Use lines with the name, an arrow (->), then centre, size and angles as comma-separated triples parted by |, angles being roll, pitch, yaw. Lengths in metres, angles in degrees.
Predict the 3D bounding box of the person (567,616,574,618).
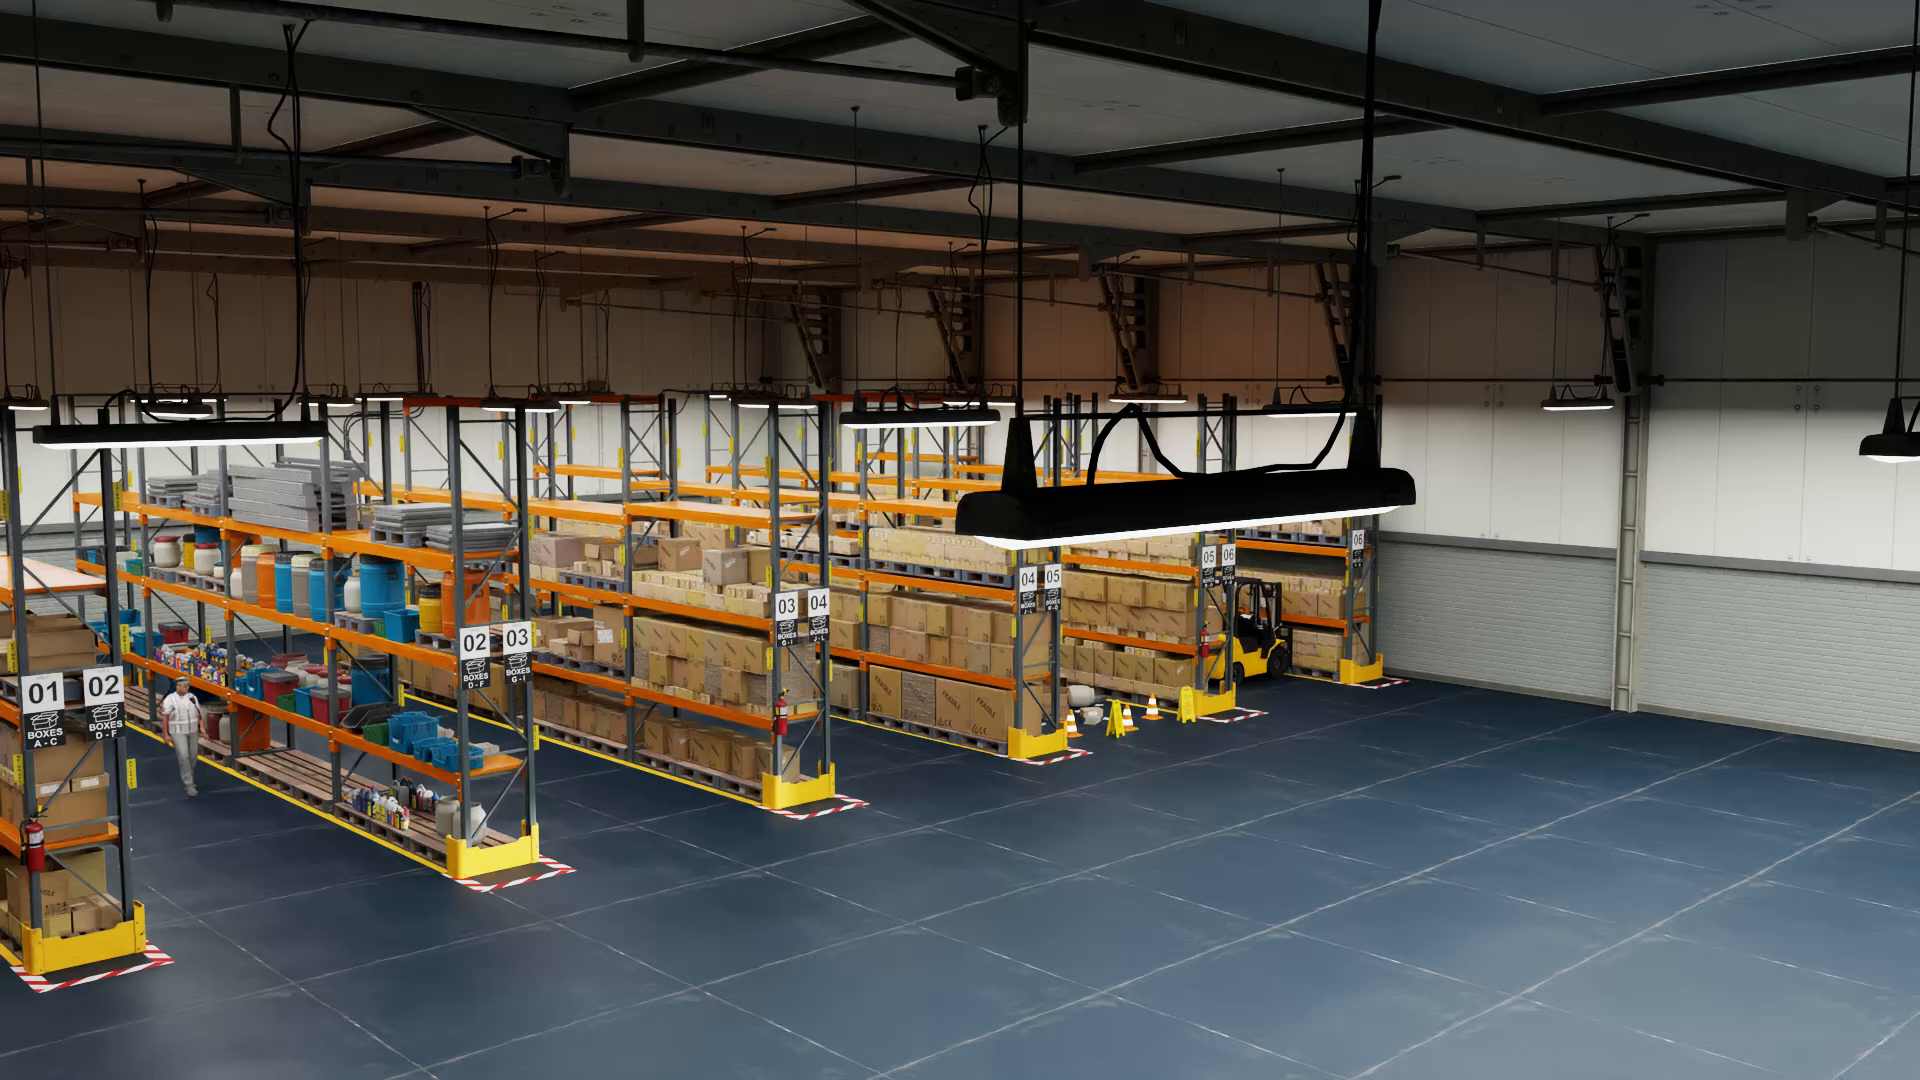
person -> -7.877, 2.303, 33.293 | 0.608, 1.632, 0.725 | -4, 7, -33

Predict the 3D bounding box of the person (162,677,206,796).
person -> -11.875, 3.000, 25.618 | 0.741, 1.763, 0.566 | 4, 7, 35
